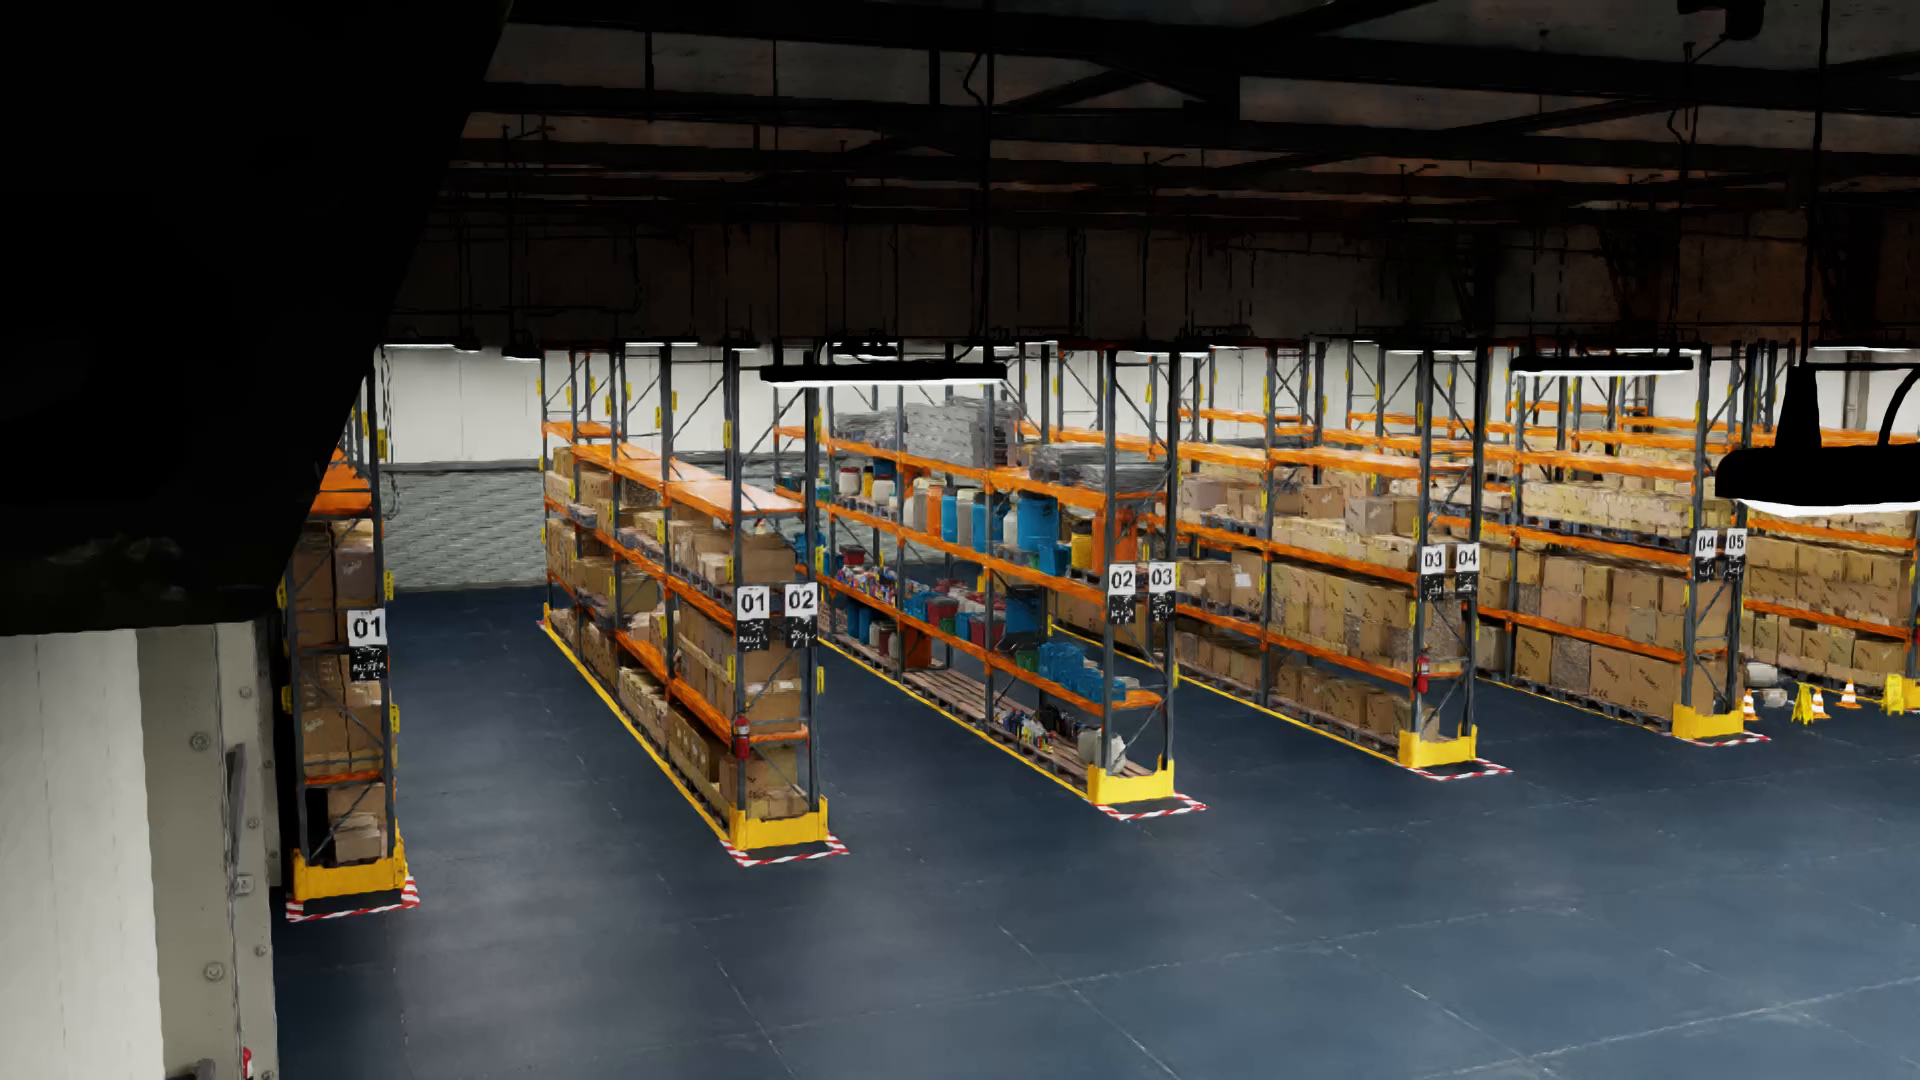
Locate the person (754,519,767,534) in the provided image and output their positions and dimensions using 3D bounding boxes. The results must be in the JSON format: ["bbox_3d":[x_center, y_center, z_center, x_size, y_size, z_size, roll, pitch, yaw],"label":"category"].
[{"bbox_3d":[-4.968,0.237,40.579,0.451,1.667,0.631,3,8,20],"label":"person"}]

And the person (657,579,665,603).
[{"bbox_3d":[-6.167,0.959,34.857,0.365,1.680,0.537,-2,8,-13],"label":"person"}]

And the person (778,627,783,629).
[{"bbox_3d":[-2.949,2.136,26.172,0.592,1.629,0.526,-3,8,-24],"label":"person"}]
